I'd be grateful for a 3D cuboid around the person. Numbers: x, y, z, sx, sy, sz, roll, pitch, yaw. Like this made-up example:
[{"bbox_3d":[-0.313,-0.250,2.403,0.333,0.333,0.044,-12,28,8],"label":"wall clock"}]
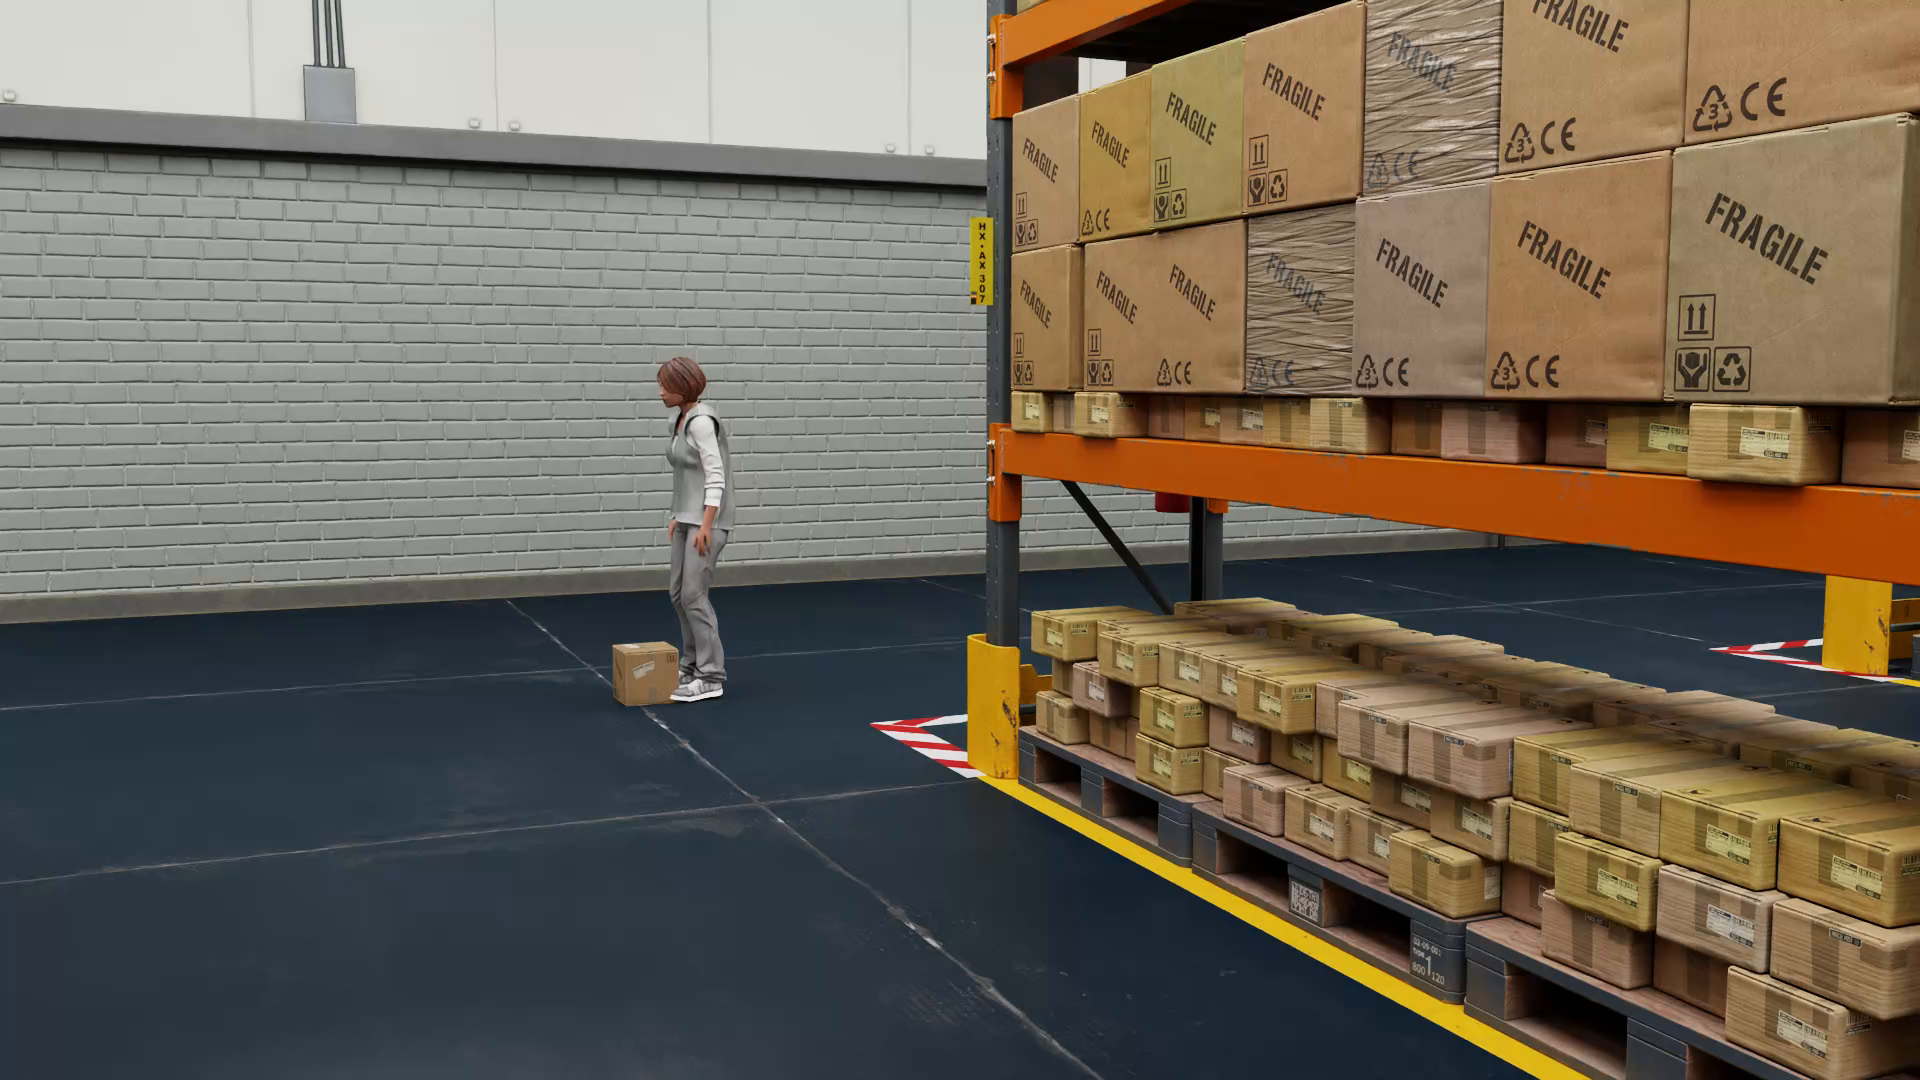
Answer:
[{"bbox_3d":[-1.242,-0.050,7.786,0.347,1.580,0.480,-3,6,-27],"label":"person"}]
